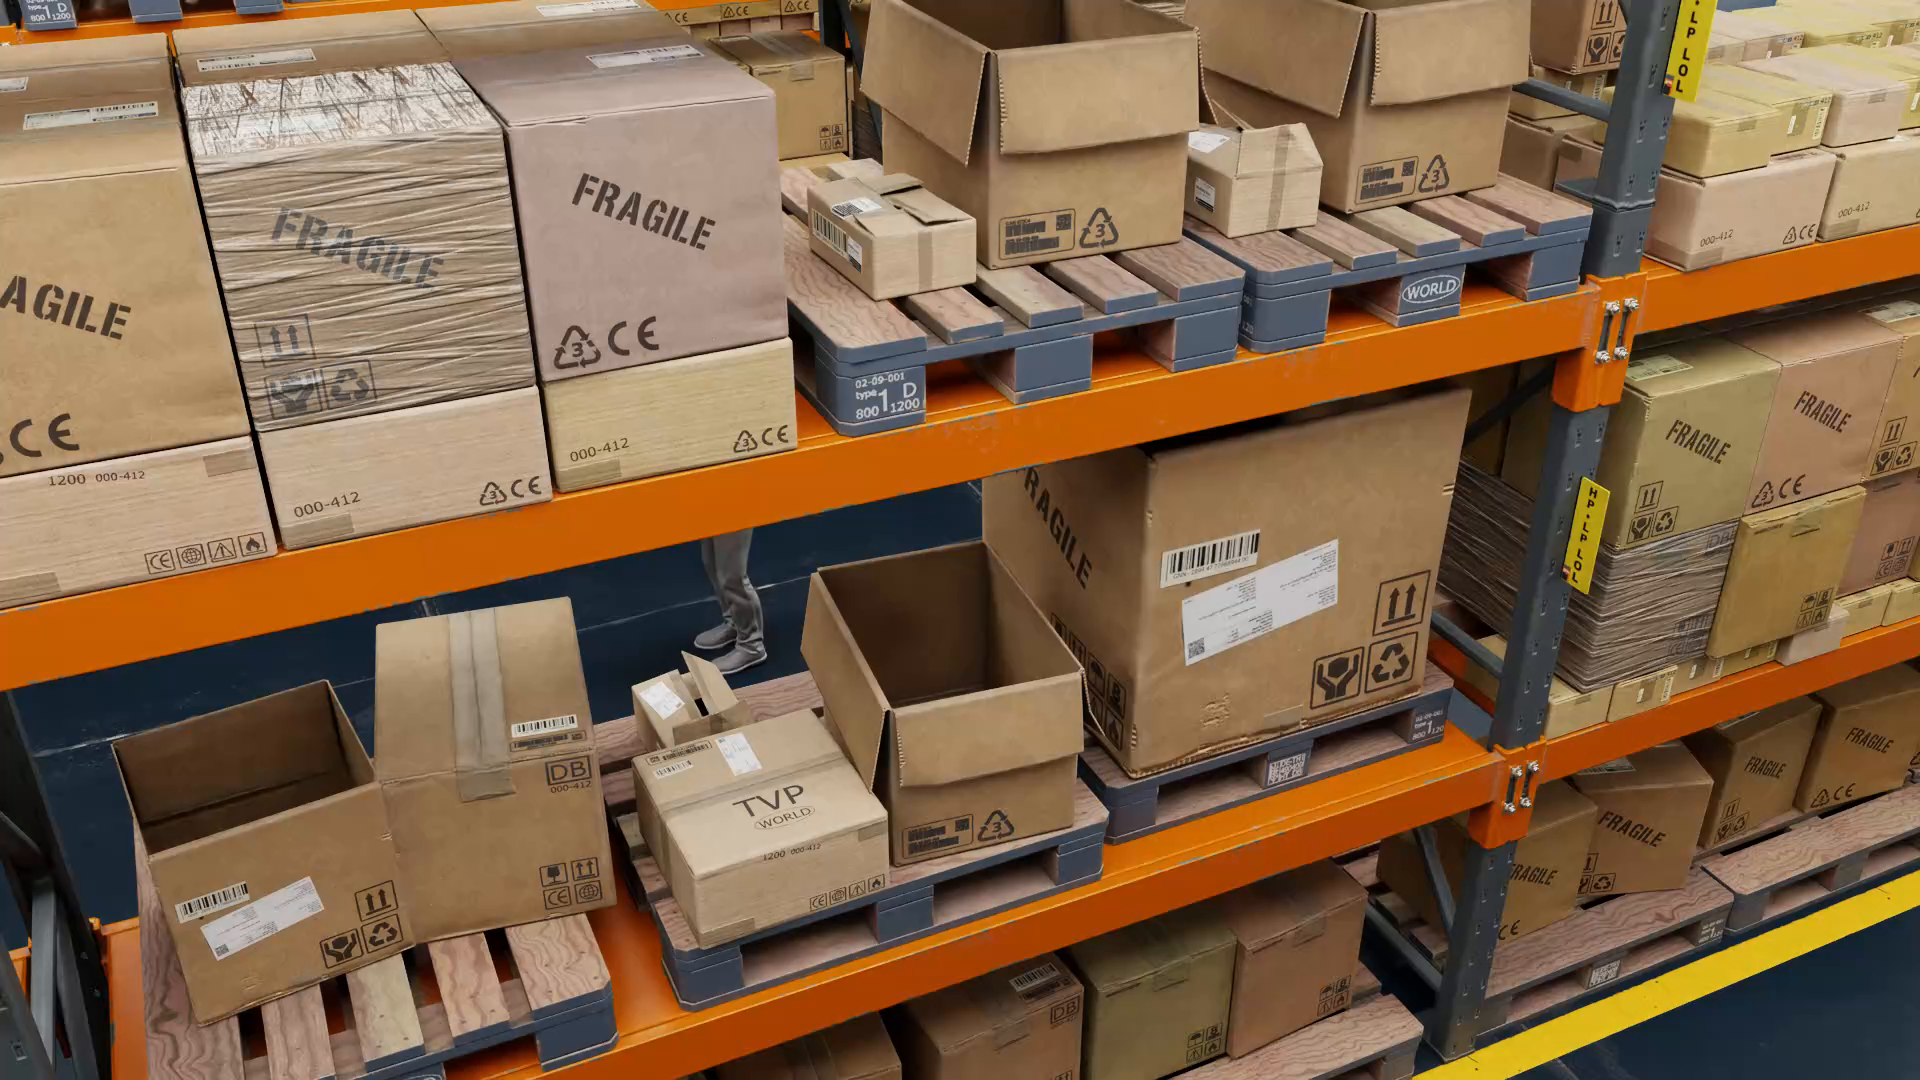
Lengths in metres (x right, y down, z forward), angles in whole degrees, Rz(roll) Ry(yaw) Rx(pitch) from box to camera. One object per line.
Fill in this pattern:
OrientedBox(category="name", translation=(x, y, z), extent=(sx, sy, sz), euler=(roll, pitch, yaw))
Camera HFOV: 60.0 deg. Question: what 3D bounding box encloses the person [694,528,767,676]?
OrientedBox(category="person", translation=(-1.111, -0.187, 7.430), extent=(0.564, 1.686, 0.460), euler=(-13, 32, -22))
